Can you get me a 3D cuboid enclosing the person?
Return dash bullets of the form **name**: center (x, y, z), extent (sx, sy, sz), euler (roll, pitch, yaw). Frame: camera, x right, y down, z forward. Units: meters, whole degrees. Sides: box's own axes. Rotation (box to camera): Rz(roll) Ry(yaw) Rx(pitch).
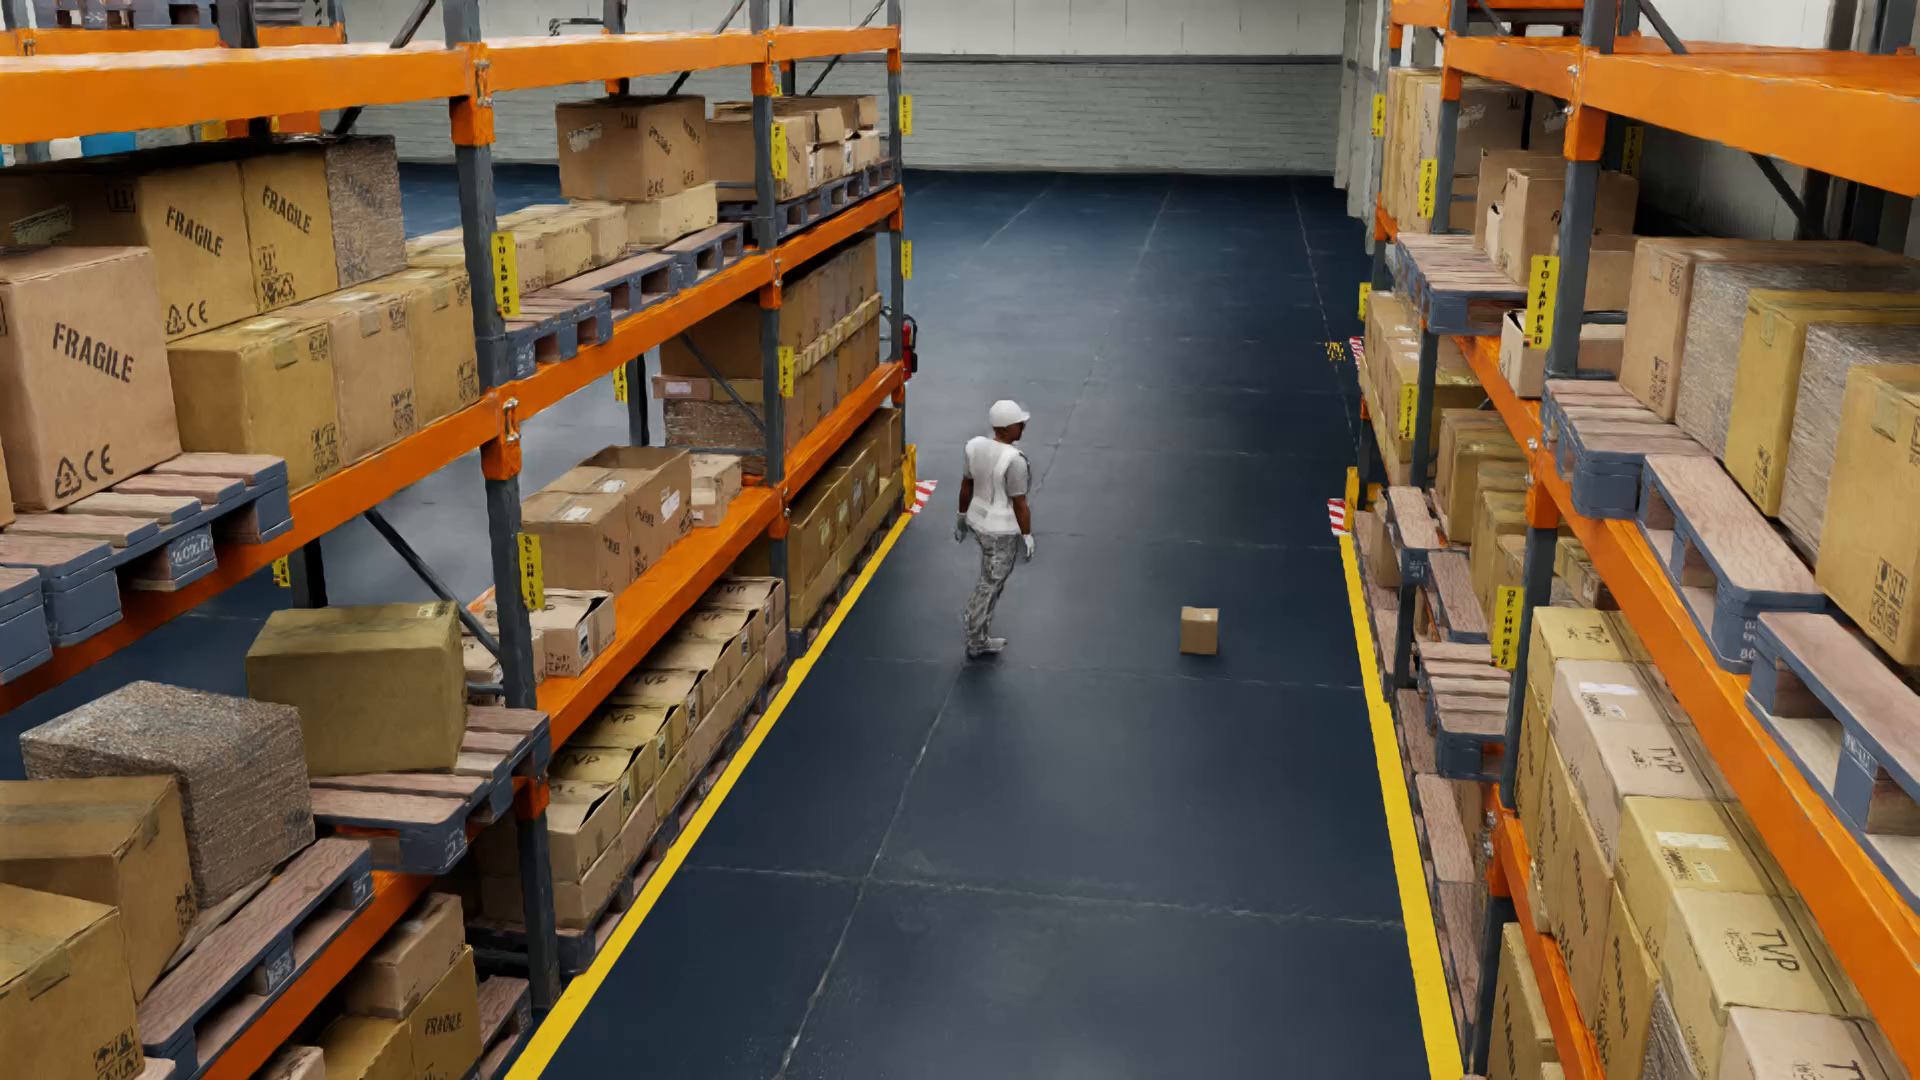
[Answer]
- **person**: center (0.252, -0.087, 11.240), extent (0.452, 1.775, 0.641), euler (-10, 20, -29)
